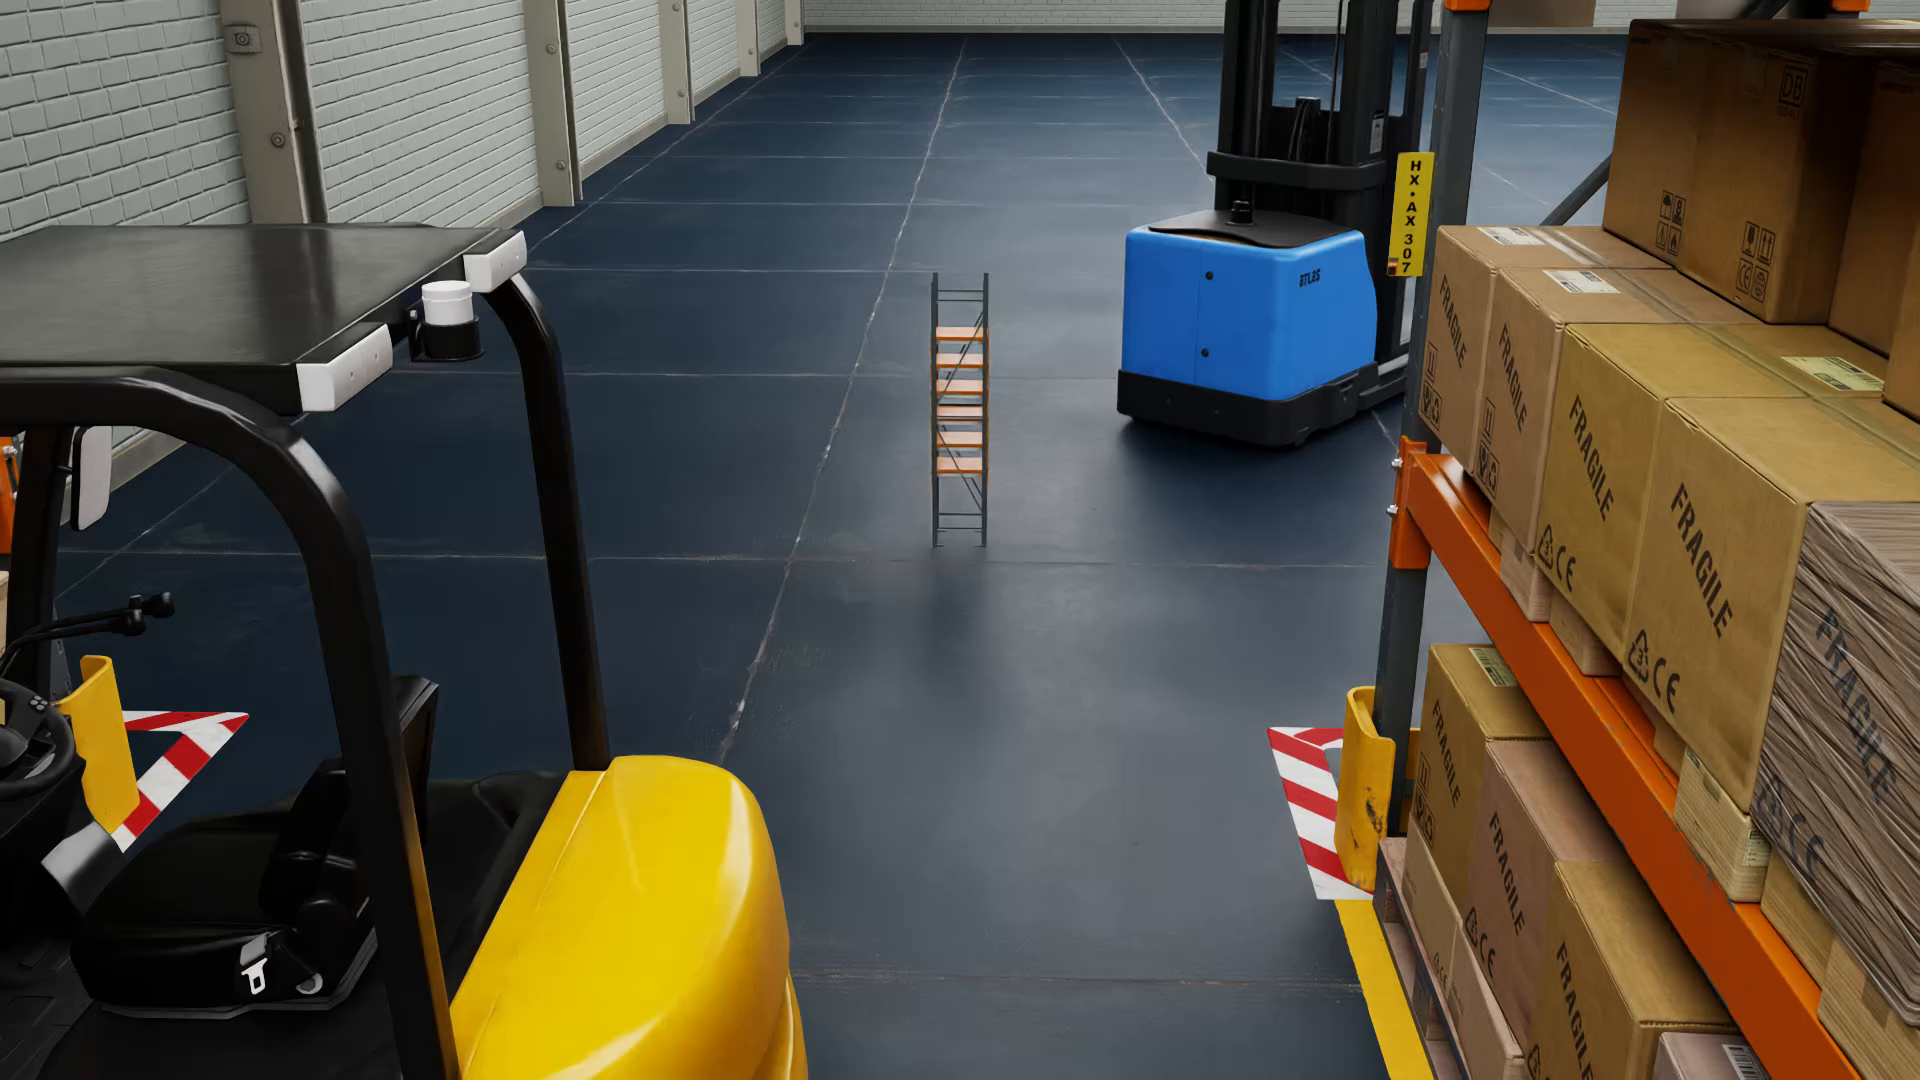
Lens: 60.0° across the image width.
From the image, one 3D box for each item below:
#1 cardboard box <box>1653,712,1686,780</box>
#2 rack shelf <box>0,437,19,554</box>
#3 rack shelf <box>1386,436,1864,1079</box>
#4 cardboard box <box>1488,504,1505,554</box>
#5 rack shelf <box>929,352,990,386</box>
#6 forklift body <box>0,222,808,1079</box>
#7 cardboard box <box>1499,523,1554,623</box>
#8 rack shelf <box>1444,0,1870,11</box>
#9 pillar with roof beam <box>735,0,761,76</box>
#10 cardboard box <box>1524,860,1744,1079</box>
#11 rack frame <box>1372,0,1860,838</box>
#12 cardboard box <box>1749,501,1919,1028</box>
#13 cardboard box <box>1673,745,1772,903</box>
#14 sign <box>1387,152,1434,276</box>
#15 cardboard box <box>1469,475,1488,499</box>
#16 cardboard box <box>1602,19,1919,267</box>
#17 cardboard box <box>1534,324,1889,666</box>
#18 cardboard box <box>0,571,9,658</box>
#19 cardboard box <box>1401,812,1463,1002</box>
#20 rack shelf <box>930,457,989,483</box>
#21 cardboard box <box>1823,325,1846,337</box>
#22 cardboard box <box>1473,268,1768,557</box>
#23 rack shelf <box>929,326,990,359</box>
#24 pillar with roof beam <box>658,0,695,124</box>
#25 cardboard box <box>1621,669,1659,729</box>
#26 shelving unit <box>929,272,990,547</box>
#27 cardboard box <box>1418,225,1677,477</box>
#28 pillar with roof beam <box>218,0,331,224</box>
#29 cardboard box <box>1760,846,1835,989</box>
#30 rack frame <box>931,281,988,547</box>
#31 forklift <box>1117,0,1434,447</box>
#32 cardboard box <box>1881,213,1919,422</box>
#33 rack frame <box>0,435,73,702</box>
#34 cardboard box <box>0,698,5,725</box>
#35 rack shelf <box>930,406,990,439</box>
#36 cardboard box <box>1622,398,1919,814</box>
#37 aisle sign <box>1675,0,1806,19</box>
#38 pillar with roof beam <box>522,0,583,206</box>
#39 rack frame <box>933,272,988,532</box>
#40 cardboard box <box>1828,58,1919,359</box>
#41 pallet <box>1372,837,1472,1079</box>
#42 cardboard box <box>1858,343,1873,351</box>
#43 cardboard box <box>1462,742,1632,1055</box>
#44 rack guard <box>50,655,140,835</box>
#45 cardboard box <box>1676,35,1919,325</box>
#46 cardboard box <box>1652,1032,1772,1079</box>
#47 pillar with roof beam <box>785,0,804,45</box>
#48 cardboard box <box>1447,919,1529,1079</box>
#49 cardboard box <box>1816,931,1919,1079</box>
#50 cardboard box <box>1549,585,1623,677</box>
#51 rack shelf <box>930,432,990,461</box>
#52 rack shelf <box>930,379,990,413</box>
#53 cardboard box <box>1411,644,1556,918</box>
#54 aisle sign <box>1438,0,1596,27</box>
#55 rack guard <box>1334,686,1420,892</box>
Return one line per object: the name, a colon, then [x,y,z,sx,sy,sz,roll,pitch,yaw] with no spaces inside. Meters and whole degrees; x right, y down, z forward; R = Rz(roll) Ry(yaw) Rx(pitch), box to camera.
cardboard box: [1.425,0.349,2.829,0.380,0.149,0.250,0,21,0]
rack shelf: [-3.284,0.554,2.949,1.077,0.370,4.000,1,21,2]
rack shelf: [1.678,0.607,2.811,1.077,0.370,4.000,1,21,2]
cardboard box: [1.439,-0.027,3.799,0.380,0.149,0.250,0,21,0]
rack shelf: [0.000,-0.747,7.255,0.258,0.103,0.180,1,21,2]
forklift body: [-1.457,0.597,3.017,2.313,2.155,1.214,1,21,2]
cardboard box: [1.385,0.064,3.564,0.380,0.149,0.250,1,21,2]
rack shelf: [1.678,-0.791,2.269,1.077,0.370,4.000,1,21,2]
pillar with roof beam: [0.888,-11.690,25.216,9.100,9.000,0.400,1,21,2]
cardboard box: [1.402,0.953,3.110,0.500,0.500,0.500,1,21,3]
rack frame: [1.738,-0.451,4.545,1.000,3.000,0.127,1,21,2]
cardboard box: [1.402,0.273,2.130,0.500,0.500,0.500,1,21,3]
cardboard box: [1.359,0.440,2.596,0.380,0.149,0.250,1,21,2]
sign: [1.196,-0.861,4.404,0.100,0.325,0.005,1,21,2]
cardboard box: [1.521,-0.213,4.280,0.380,0.149,0.250,1,21,2]
cardboard box: [1.941,-0.915,3.810,0.700,0.500,0.500,0,21,0]
cardboard box: [1.420,-0.097,3.082,0.500,0.500,0.500,0,21,1]
cardboard box: [-2.925,0.285,4.485,0.500,0.250,0.500,1,21,3]
cardboard box: [1.437,0.924,4.223,0.500,0.250,0.500,0,21,1]
rack shelf: [0.000,-0.299,7.428,0.258,0.103,0.180,1,21,2]
cardboard box: [1.977,-0.256,3.493,0.500,0.500,0.500,1,21,2]
cardboard box: [1.434,-0.281,3.557,0.500,0.500,0.500,1,21,3]
rack shelf: [0.000,-0.859,7.211,0.258,0.103,0.180,1,21,2]
pillar with roof beam: [0.705,-9.520,19.625,9.100,9.000,0.400,1,21,2]
cardboard box: [1.463,0.254,3.074,0.380,0.149,0.250,1,21,3]
shelving unit: [0.000,-0.565,7.325,0.258,1.200,0.189,1,21,2]
cardboard box: [1.447,-0.468,4.040,0.500,0.500,0.500,0,21,1]
pillar with roof beam: [0.340,-5.181,8.443,9.100,9.000,0.400,1,21,2]
cardboard box: [1.387,0.533,2.356,0.380,0.149,0.250,0,21,1]
rack frame: [-0.002,-0.532,7.240,0.240,1.200,0.006,1,21,2]
forklift: [2.188,-2.310,9.432,1.130,2.935,3.031,17,27,36]
cardboard box: [1.852,-0.368,2.399,0.700,0.500,0.500,1,21,1]
rack frame: [-3.223,-0.504,4.682,1.000,3.000,0.127,1,21,2]
cardboard box: [-2.925,0.528,4.551,0.500,0.250,0.500,0,21,1]
rack shelf: [0.000,-0.523,7.341,0.258,0.103,0.180,1,21,2]
cardboard box: [1.413,0.087,2.608,0.500,0.500,0.500,0,21,1]
aisle sign: [2.030,-1.682,4.124,0.394,0.787,0.004,1,21,2]
pillar with roof beam: [0.523,-7.351,14.034,9.100,9.000,0.400,1,21,2]
rack frame: [0.003,-0.598,7.411,0.240,1.200,0.006,1,21,2]
cardboard box: [2.006,-0.547,2.860,0.700,0.500,0.500,0,21,1]
pallet: [1.676,1.170,4.222,1.003,0.211,1.213,1,21,2]
cardboard box: [1.959,-0.075,3.027,0.500,0.500,0.500,1,21,1]
cardboard box: [1.426,0.772,3.577,0.500,0.500,0.500,0,21,0]
rack guard: [-3.222,0.652,5.157,1.175,0.500,0.348,1,21,2]
cardboard box: [1.918,-0.733,3.339,0.700,0.500,0.500,1,21,2]
cardboard box: [1.395,1.146,2.612,0.500,0.500,0.500,2,21,4]
pillar with roof beam: [1.070,-13.859,30.807,9.100,9.000,0.400,1,21,2]
cardboard box: [1.414,1.108,3.747,0.500,0.250,0.500,1,21,4]
cardboard box: [1.350,0.625,2.118,0.380,0.149,0.250,0,21,1]
cardboard box: [1.411,0.158,3.322,0.380,0.149,0.250,1,21,3]
rack shelf: [0.000,-0.411,7.385,0.258,0.103,0.180,1,21,2]
rack shelf: [0.000,-0.635,7.298,0.258,0.103,0.180,1,21,2]
cardboard box: [1.437,0.583,4.065,0.500,0.500,0.500,0,21,0]
aisle sign: [1.430,-1.689,4.141,0.394,0.787,0.004,1,21,2]
rack guard: [1.736,0.742,4.926,1.175,0.500,0.348,1,21,2]
